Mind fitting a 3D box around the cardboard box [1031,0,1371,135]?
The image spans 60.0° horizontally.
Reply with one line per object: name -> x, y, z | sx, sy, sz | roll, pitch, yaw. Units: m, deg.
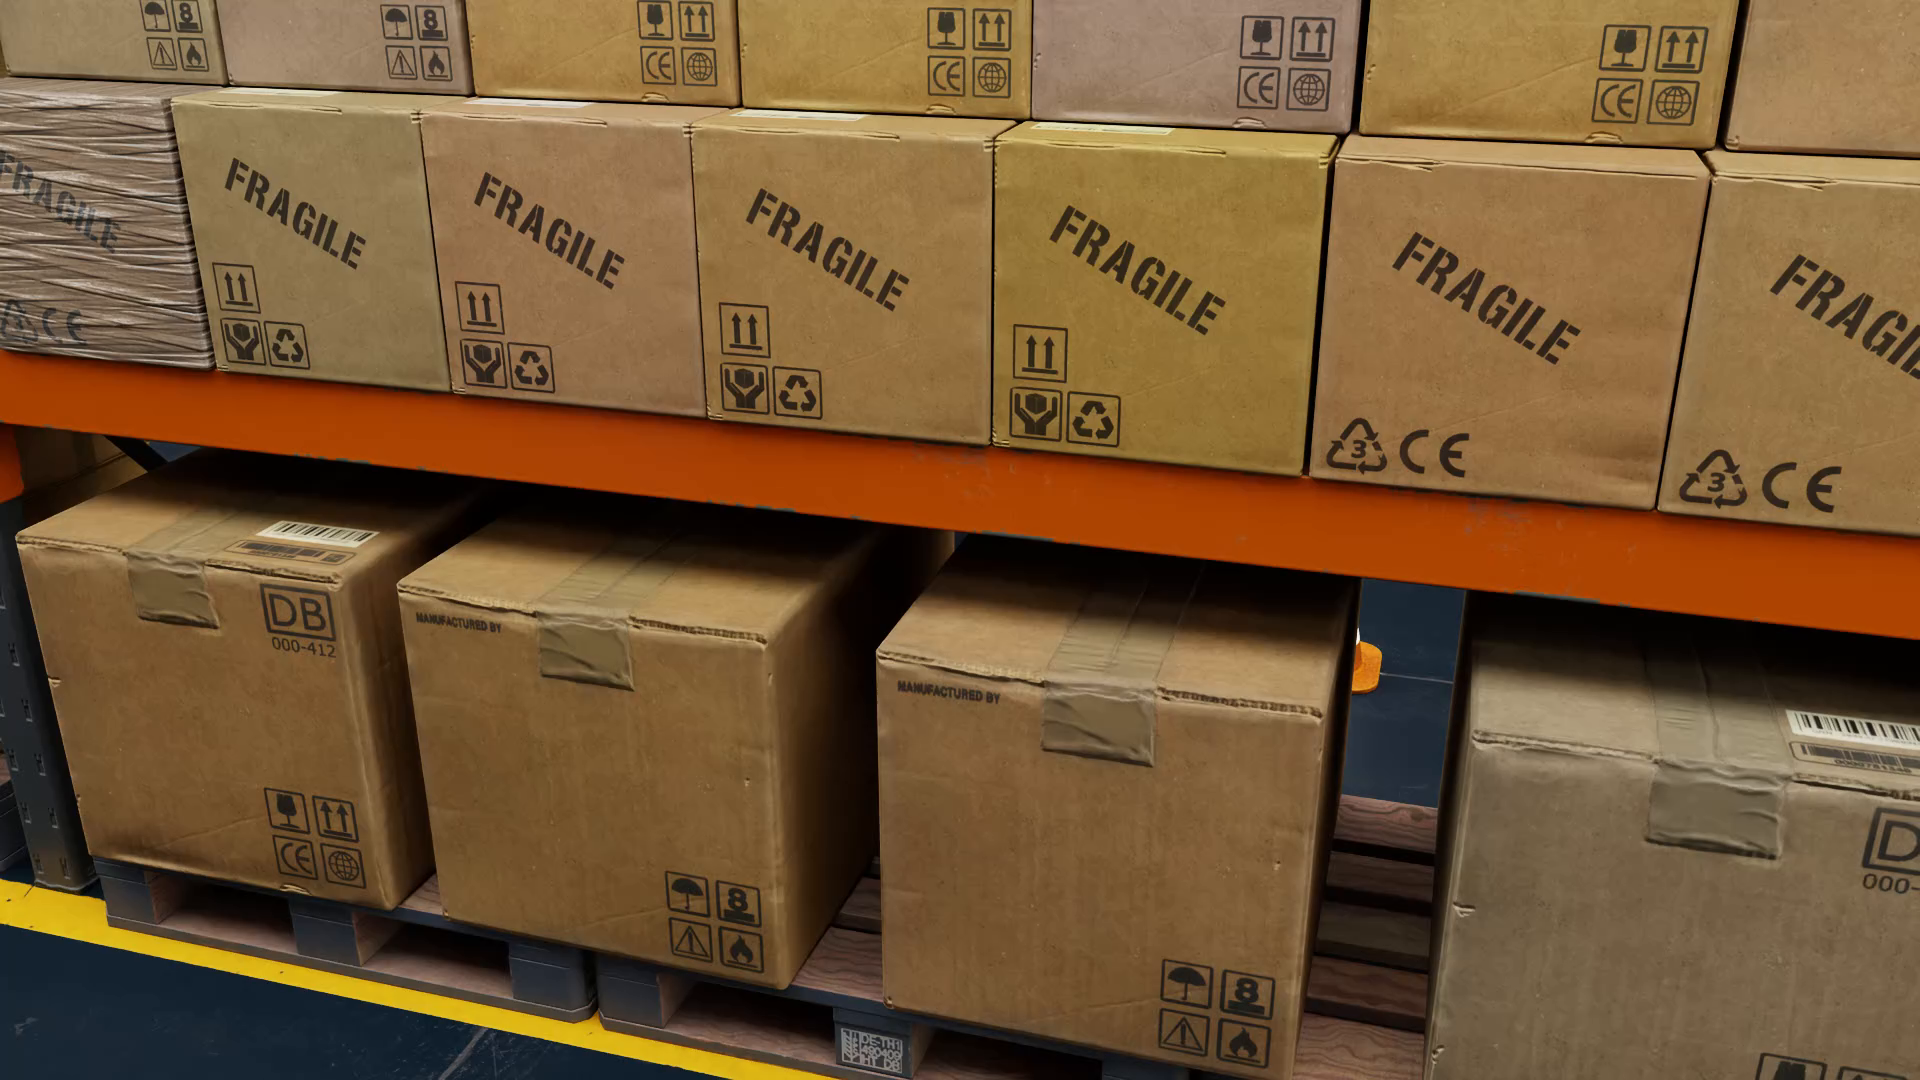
cardboard box -> 0.454, -0.998, 2.802 | 0.500, 0.500, 0.700 | 7, 23, 16

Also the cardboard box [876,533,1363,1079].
cardboard box -> 0.365, 0.378, 3.307 | 0.750, 0.750, 1.050 | 7, 23, 15

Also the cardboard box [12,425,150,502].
cardboard box -> -2.512, -0.313, 4.332 | 0.500, 0.250, 0.500 | 5, 23, 13

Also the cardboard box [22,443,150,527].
cardboard box -> -2.525, 0.028, 4.491 | 0.500, 0.500, 0.500 | 6, 23, 13

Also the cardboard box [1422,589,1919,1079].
cardboard box -> 1.288, 0.485, 3.045 | 0.750, 0.750, 1.050 | 6, 23, 15

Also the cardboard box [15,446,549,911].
cardboard box -> -1.364, 0.182, 3.786 | 0.750, 0.750, 1.050 | 6, 23, 15

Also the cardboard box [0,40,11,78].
cardboard box -> -2.326, -1.106, 3.899 | 0.250, 0.149, 0.380 | 8, 24, 18

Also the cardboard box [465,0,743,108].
cardboard box -> -0.518, -1.110, 3.074 | 0.500, 0.500, 0.700 | 6, 23, 15

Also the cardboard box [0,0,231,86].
cardboard box -> -1.494, -1.220, 3.343 | 0.500, 0.500, 0.700 | 6, 23, 15

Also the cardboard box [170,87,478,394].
cardboard box -> -1.082, -0.609, 3.170 | 0.500, 0.500, 0.500 | 6, 23, 15

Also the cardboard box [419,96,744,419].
cardboard box -> -0.599, -0.553, 3.034 | 0.500, 0.500, 0.500 | 7, 23, 15

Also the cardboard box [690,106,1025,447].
cardboard box -> -0.123, -0.498, 2.899 | 0.500, 0.500, 0.500 | 6, 23, 15

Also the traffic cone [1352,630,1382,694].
traffic cone -> 1.060, 0.152, 4.789 | 0.334, 0.463, 0.336 | 7, 23, 16

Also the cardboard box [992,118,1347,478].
cardboard box -> 0.364, -0.443, 2.766 | 0.500, 0.500, 0.500 | 7, 23, 16

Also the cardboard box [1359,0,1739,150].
cardboard box -> 0.938, -0.943, 2.666 | 0.500, 0.500, 0.700 | 6, 23, 15

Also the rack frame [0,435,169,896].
rack frame -> -1.921, -0.764, 3.681 | 0.127, 3.000, 1.000 | 7, 23, 16

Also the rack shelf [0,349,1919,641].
rack shelf -> -0.007, -0.212, 3.283 | 4.000, 0.370, 1.077 | 7, 23, 16

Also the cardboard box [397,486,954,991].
cardboard box -> -0.526, 0.276, 3.555 | 0.750, 0.750, 1.050 | 7, 23, 16

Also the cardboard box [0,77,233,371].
cardboard box -> -1.570, -0.663, 3.303 | 0.500, 0.500, 0.500 | 7, 23, 16

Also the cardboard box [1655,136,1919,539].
cardboard box -> 1.331, -0.332, 2.496 | 0.500, 0.500, 0.500 | 6, 23, 15

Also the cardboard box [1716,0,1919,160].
cardboard box -> 1.431, -0.887, 2.531 | 0.500, 0.500, 0.700 | 6, 23, 15

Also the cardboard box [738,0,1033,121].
cardboard box -> -0.029, -1.054, 2.938 | 0.500, 0.500, 0.700 | 6, 23, 15

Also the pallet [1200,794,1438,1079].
pallet -> 1.148, 0.907, 3.281 | 1.213, 0.211, 1.003 | 7, 23, 16

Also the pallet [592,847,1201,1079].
pallet -> -0.024, 0.774, 3.605 | 1.213, 0.211, 1.003 | 7, 23, 16

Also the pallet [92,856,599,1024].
pallet -> -1.188, 0.640, 3.933 | 1.213, 0.211, 1.003 | 7, 23, 16

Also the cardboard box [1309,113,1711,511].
cardboard box -> 0.848, -0.388, 2.631 | 0.500, 0.500, 0.500 | 6, 23, 15

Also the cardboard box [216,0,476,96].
cardboard box -> -1.010, -1.165, 3.210 | 0.500, 0.500, 0.700 | 6, 23, 15

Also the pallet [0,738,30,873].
pallet -> -2.669, 0.440, 4.420 | 1.213, 0.211, 1.003 | 7, 23, 16
